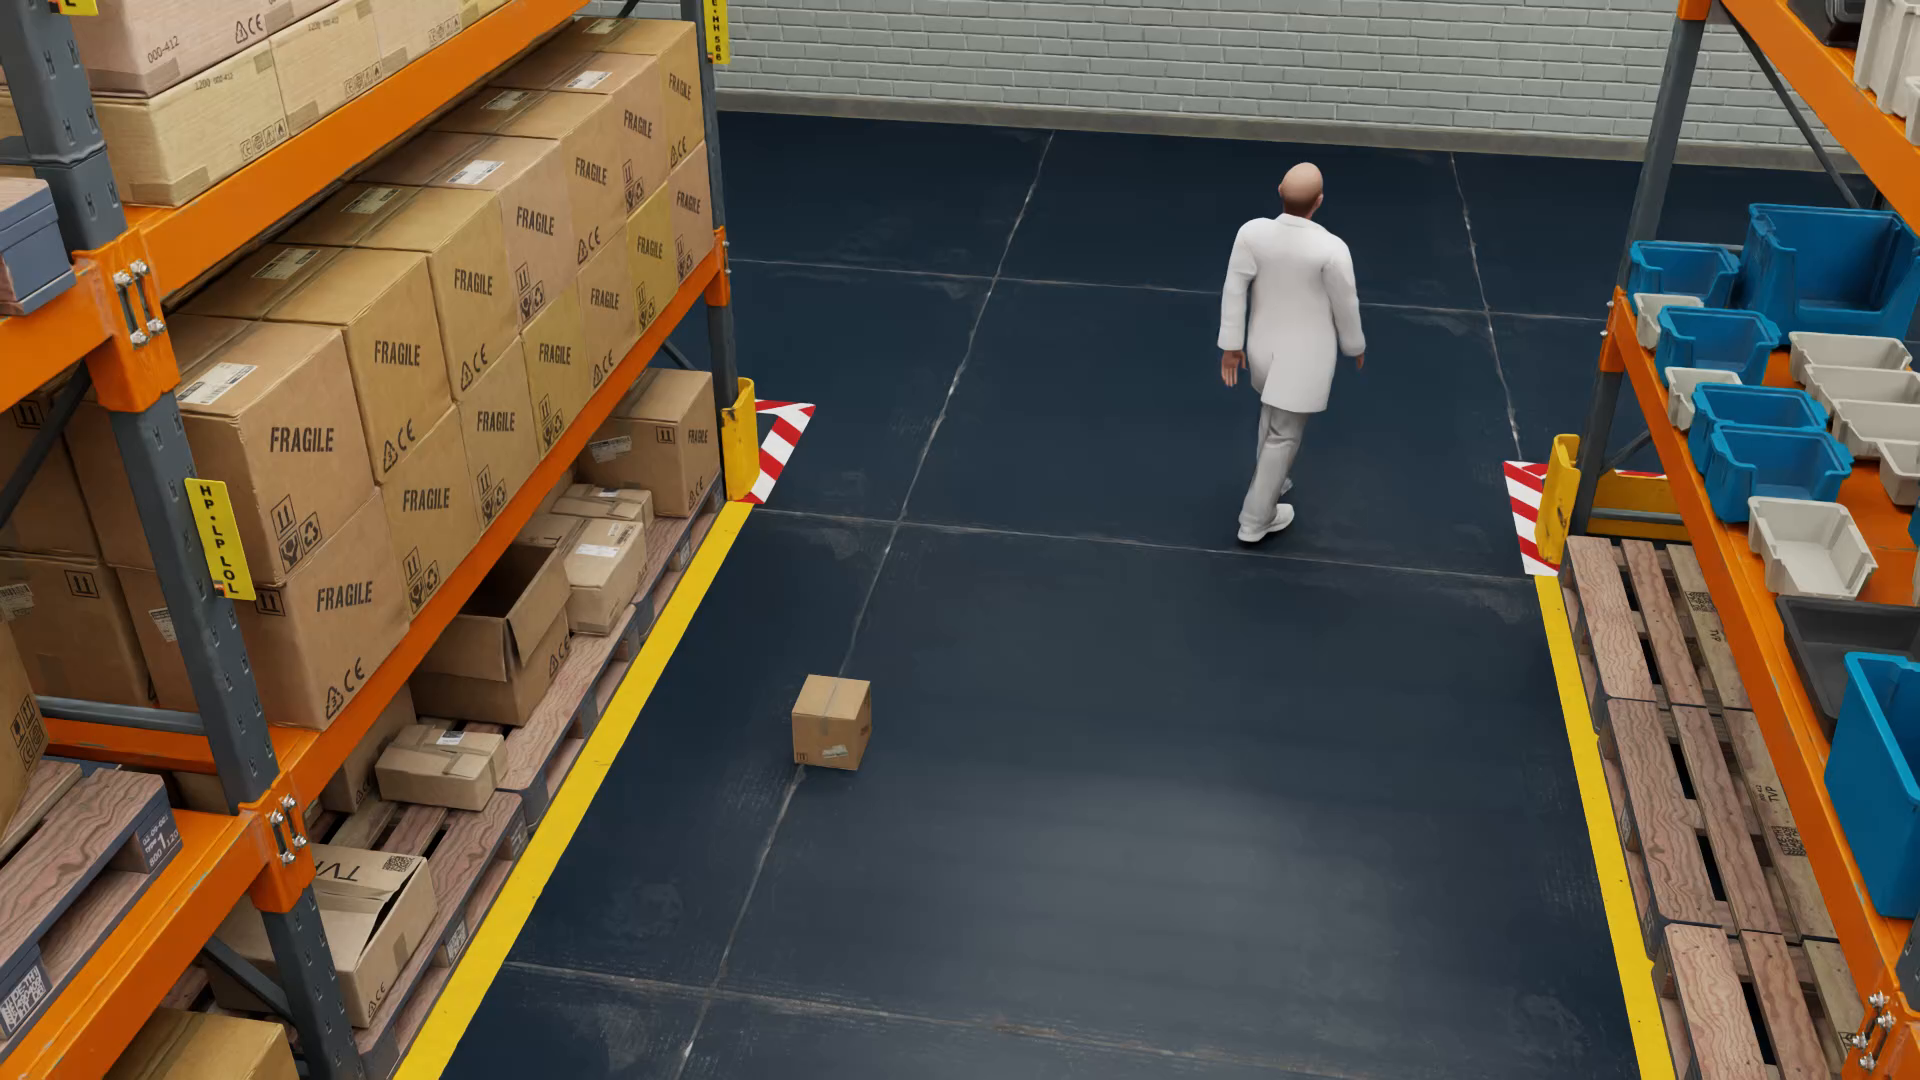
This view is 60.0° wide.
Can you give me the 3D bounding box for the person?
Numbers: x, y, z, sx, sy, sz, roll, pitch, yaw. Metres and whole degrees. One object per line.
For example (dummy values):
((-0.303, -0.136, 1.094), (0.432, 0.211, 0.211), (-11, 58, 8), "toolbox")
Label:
((1.523, -0.841, 7.531), (0.573, 1.842, 0.709), (25, 40, 34), "person")
